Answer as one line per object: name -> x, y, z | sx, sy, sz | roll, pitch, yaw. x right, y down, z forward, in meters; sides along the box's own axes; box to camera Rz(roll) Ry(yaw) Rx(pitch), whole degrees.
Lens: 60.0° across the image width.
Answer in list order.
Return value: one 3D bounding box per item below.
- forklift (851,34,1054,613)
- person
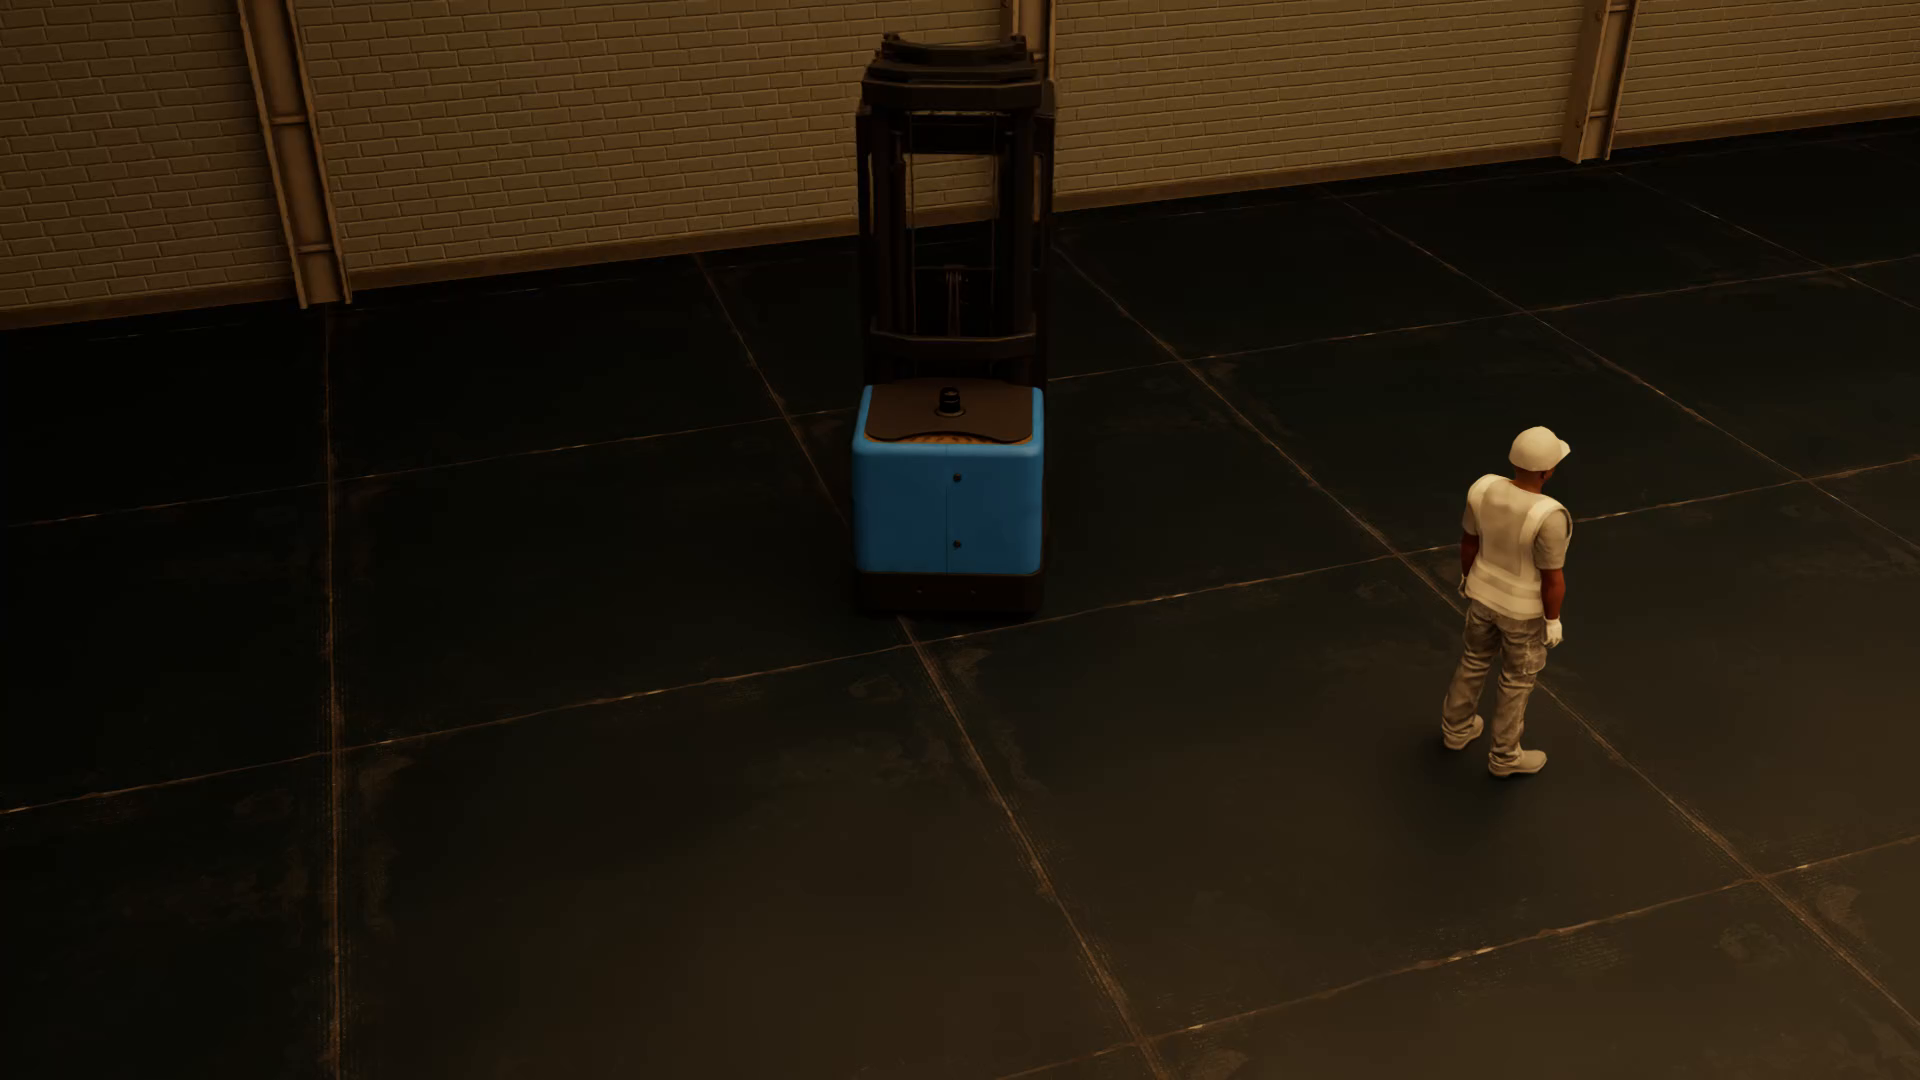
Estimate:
forklift -> -0.017, -1.567, 9.811 | 1.130, 2.935, 3.031 | 1, 30, 2
person -> 2.583, 0.277, 7.757 | 0.377, 1.788, 0.568 | -19, 35, -30
